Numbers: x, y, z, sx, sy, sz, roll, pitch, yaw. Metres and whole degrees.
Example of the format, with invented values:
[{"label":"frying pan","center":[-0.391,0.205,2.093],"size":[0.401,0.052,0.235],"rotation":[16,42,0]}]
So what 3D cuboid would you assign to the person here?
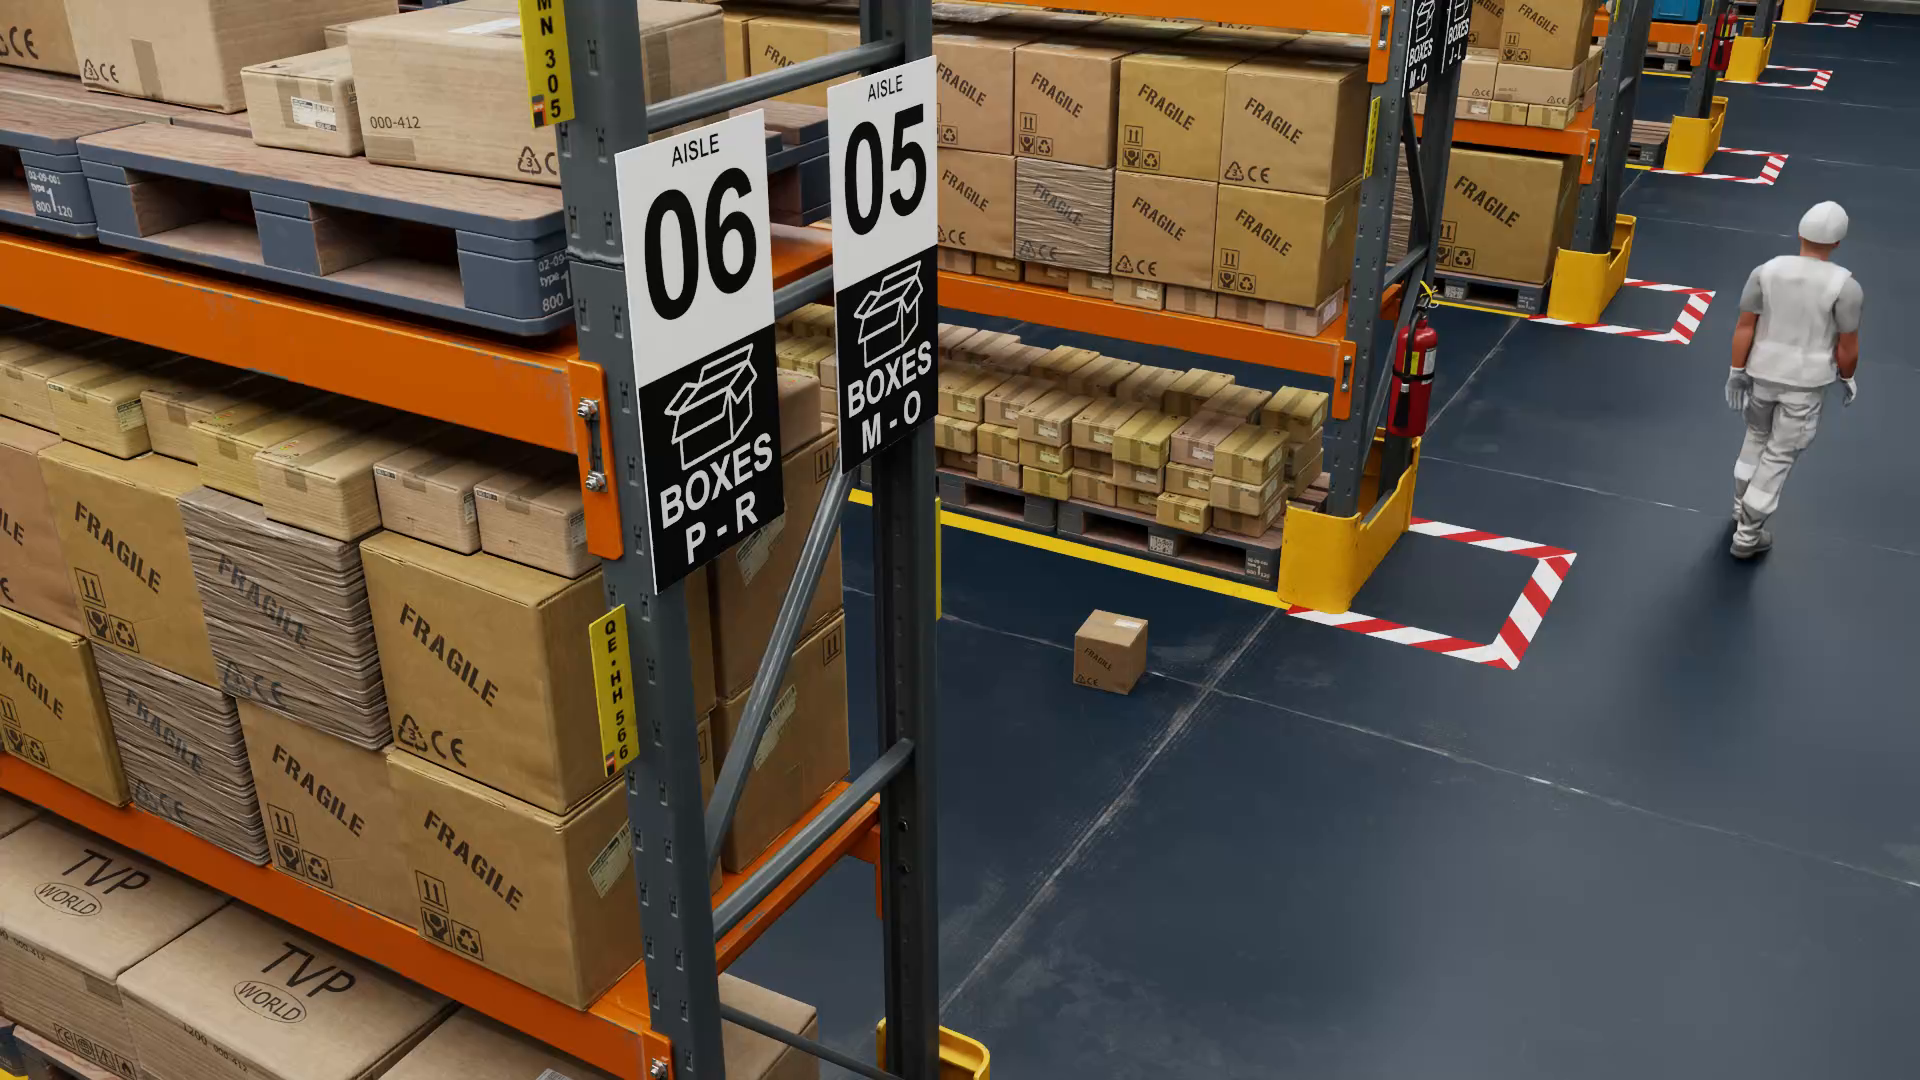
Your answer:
[{"label":"person","center":[4.095,-0.771,8.175],"size":[0.634,1.848,0.532],"rotation":[-22,34,-37]}]
